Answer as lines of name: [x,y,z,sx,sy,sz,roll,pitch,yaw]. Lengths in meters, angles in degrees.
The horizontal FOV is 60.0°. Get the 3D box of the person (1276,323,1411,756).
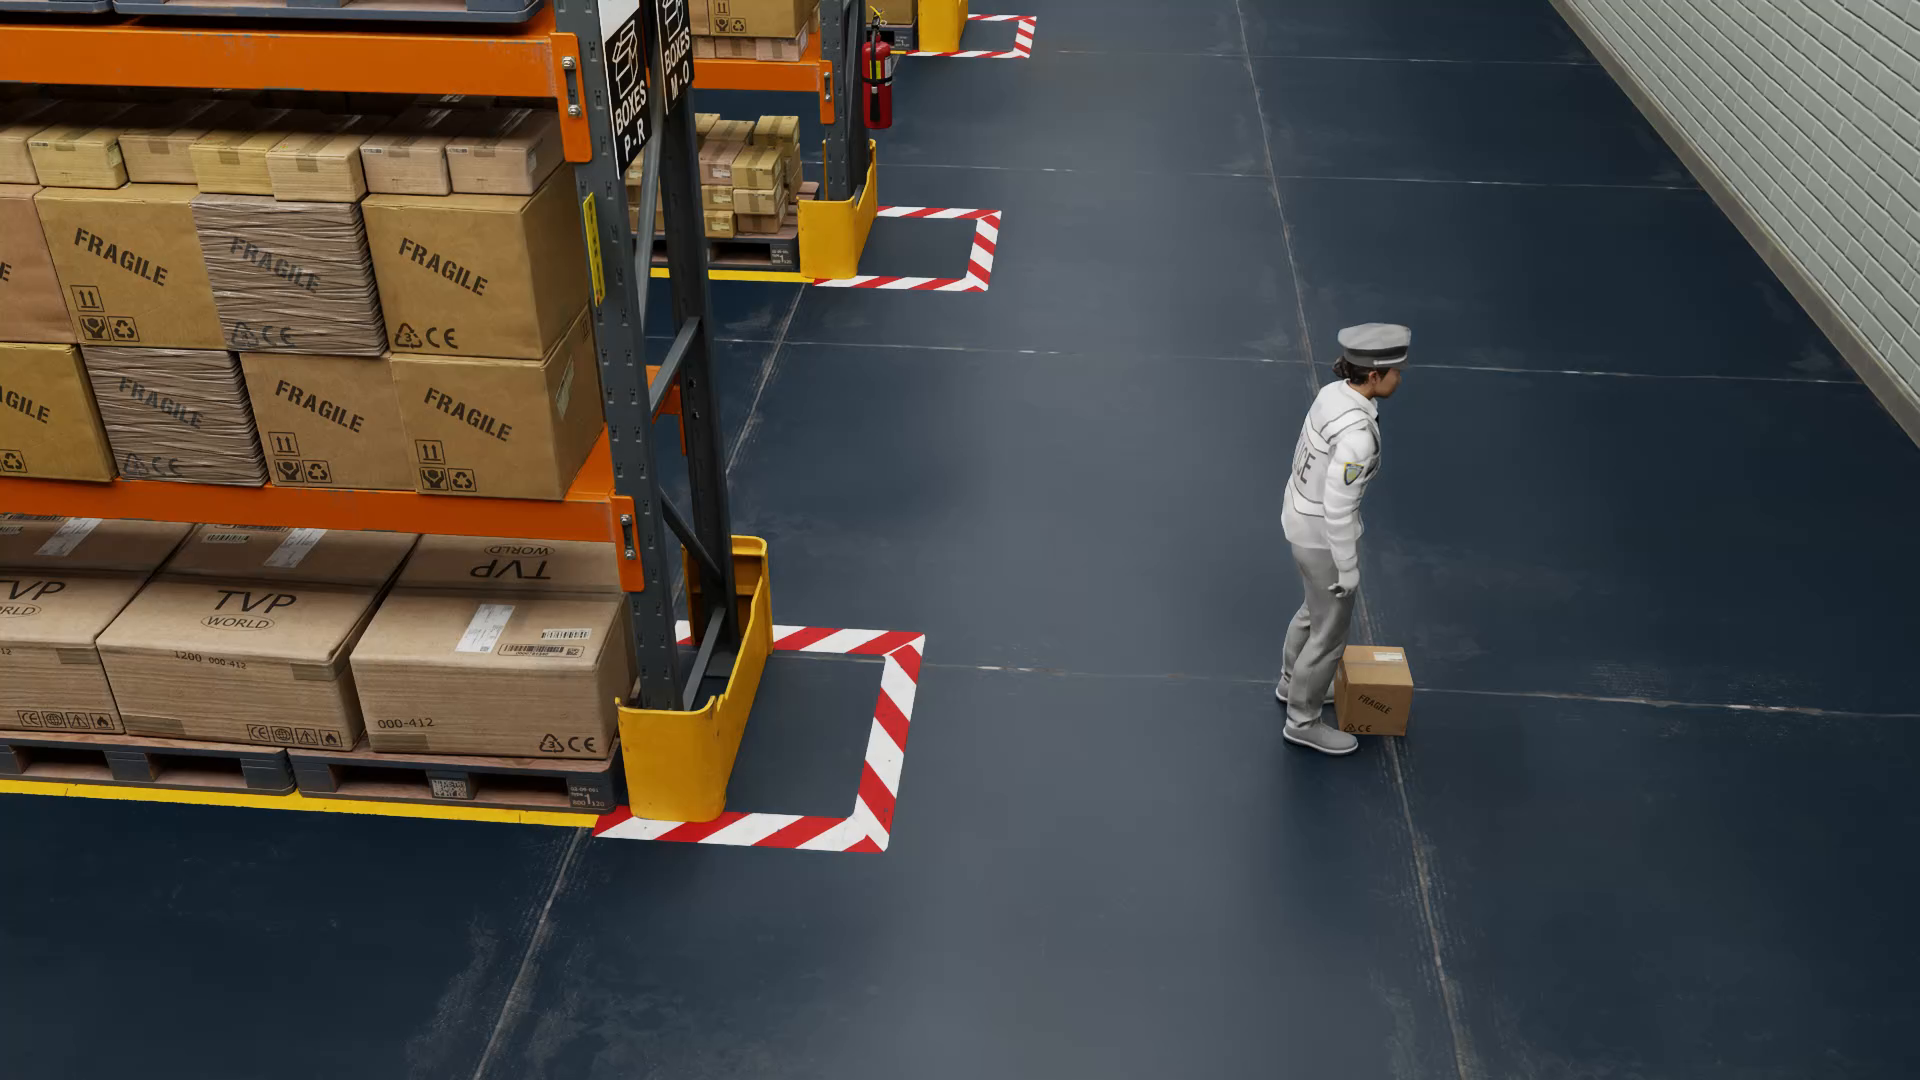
person: [1.381,-0.015,6.157,0.379,1.663,0.533,2,32,3]
